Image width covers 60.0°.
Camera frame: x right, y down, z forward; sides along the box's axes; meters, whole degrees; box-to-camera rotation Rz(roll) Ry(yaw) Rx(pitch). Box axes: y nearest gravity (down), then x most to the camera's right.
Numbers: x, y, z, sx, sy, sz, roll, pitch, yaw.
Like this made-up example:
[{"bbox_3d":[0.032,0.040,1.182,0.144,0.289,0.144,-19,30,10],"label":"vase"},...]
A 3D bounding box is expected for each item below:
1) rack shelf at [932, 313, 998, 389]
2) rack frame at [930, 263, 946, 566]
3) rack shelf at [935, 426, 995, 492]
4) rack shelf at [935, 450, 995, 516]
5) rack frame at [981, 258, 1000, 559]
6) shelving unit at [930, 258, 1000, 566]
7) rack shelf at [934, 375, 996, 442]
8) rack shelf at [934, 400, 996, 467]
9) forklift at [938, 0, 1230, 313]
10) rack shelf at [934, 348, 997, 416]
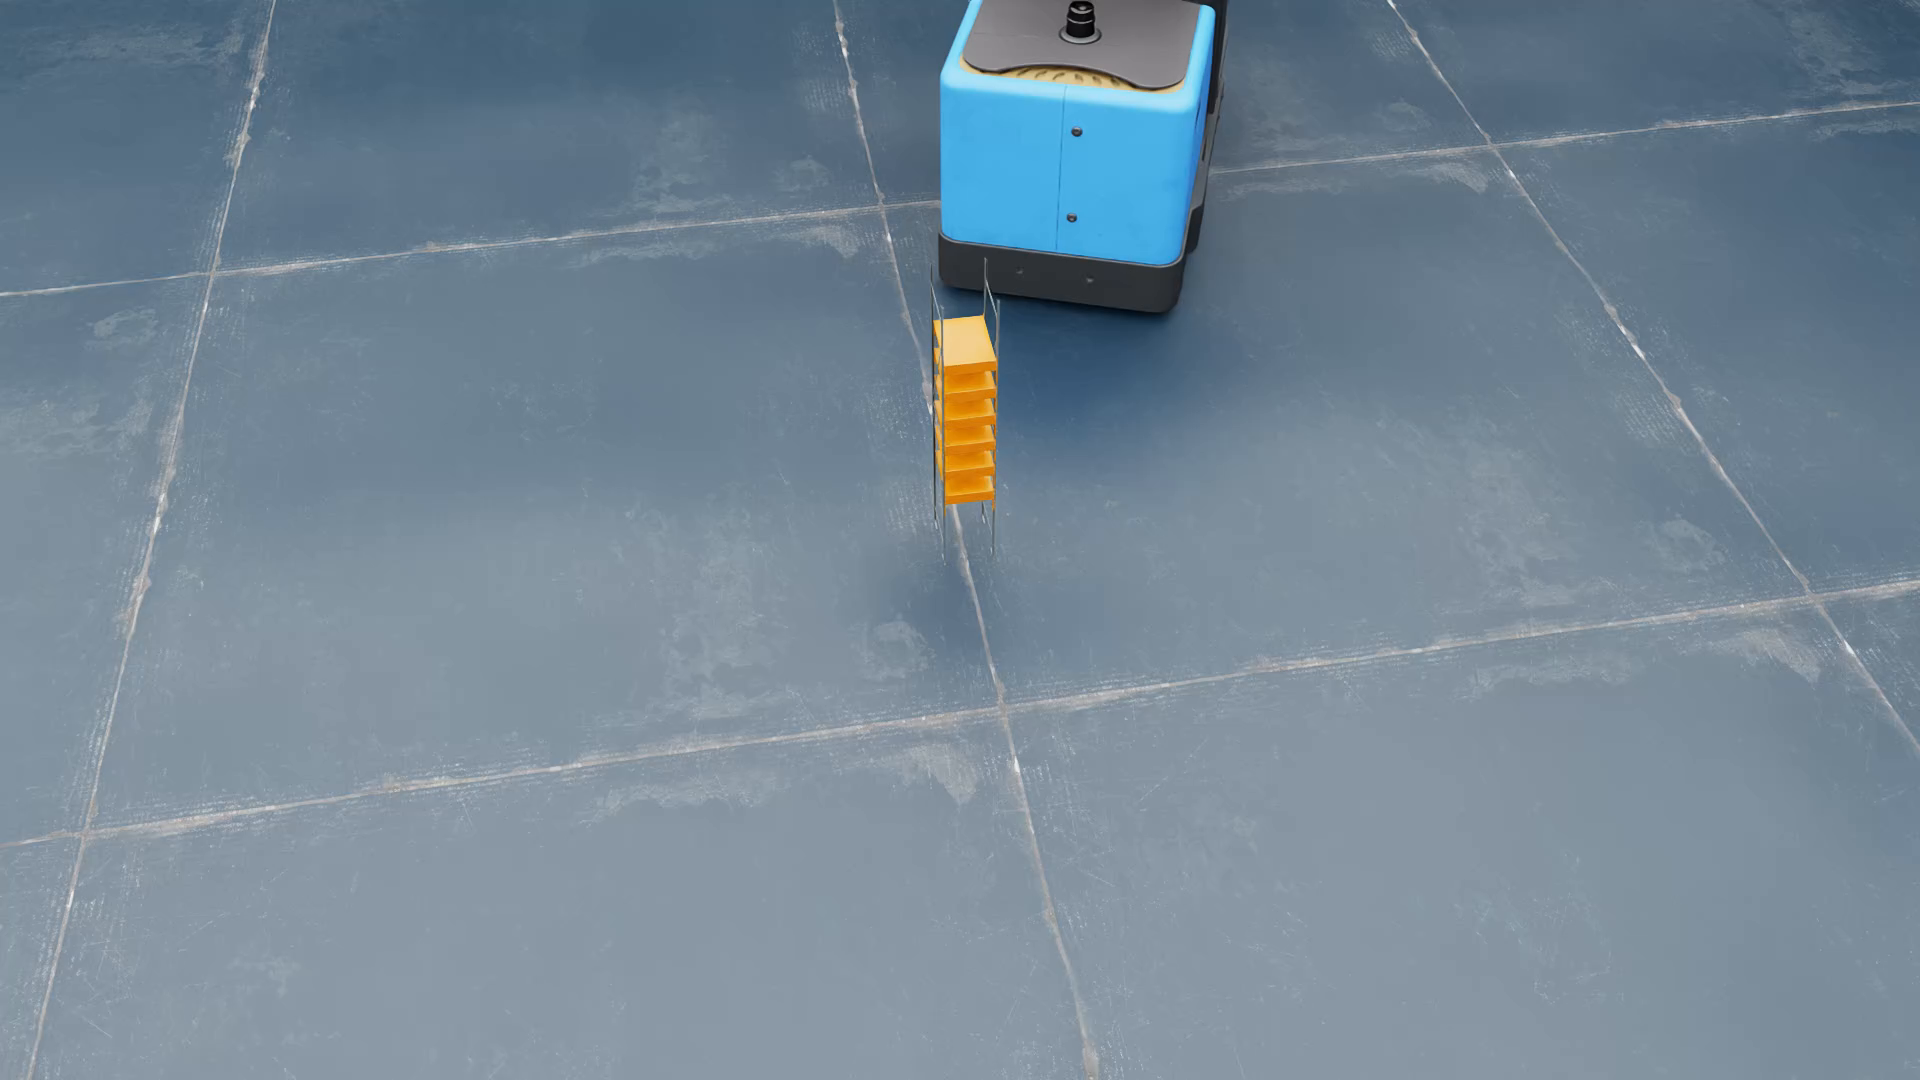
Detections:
[{"bbox_3d":[0.014,-0.637,5.592,0.180,0.103,0.258,-7,46,-7],"label":"rack shelf"},{"bbox_3d":[-0.076,-0.407,5.809,0.006,1.200,0.240,-7,46,-7],"label":"rack frame"},{"bbox_3d":[0.014,-0.304,5.938,0.180,0.103,0.258,-7,46,-7],"label":"rack shelf"},{"bbox_3d":[0.014,-0.221,6.024,0.180,0.103,0.258,-7,46,-7],"label":"rack shelf"},{"bbox_3d":[0.104,-0.429,5.830,0.006,1.200,0.240,-7,46,-7],"label":"rack frame"},{"bbox_3d":[0.014,-0.418,5.820,0.189,1.200,0.258,-7,46,-7],"label":"shelving unit"},{"bbox_3d":[0.014,-0.471,5.765,0.180,0.103,0.258,-7,46,-7],"label":"rack shelf"},{"bbox_3d":[0.014,-0.387,5.852,0.180,0.103,0.258,-7,46,-7],"label":"rack shelf"},{"bbox_3d":[0.708,-3.065,7.168,1.130,2.935,3.031,8,47,8],"label":"forklift"},{"bbox_3d":[0.014,-0.554,5.679,0.180,0.103,0.258,-7,46,-7],"label":"rack shelf"}]
